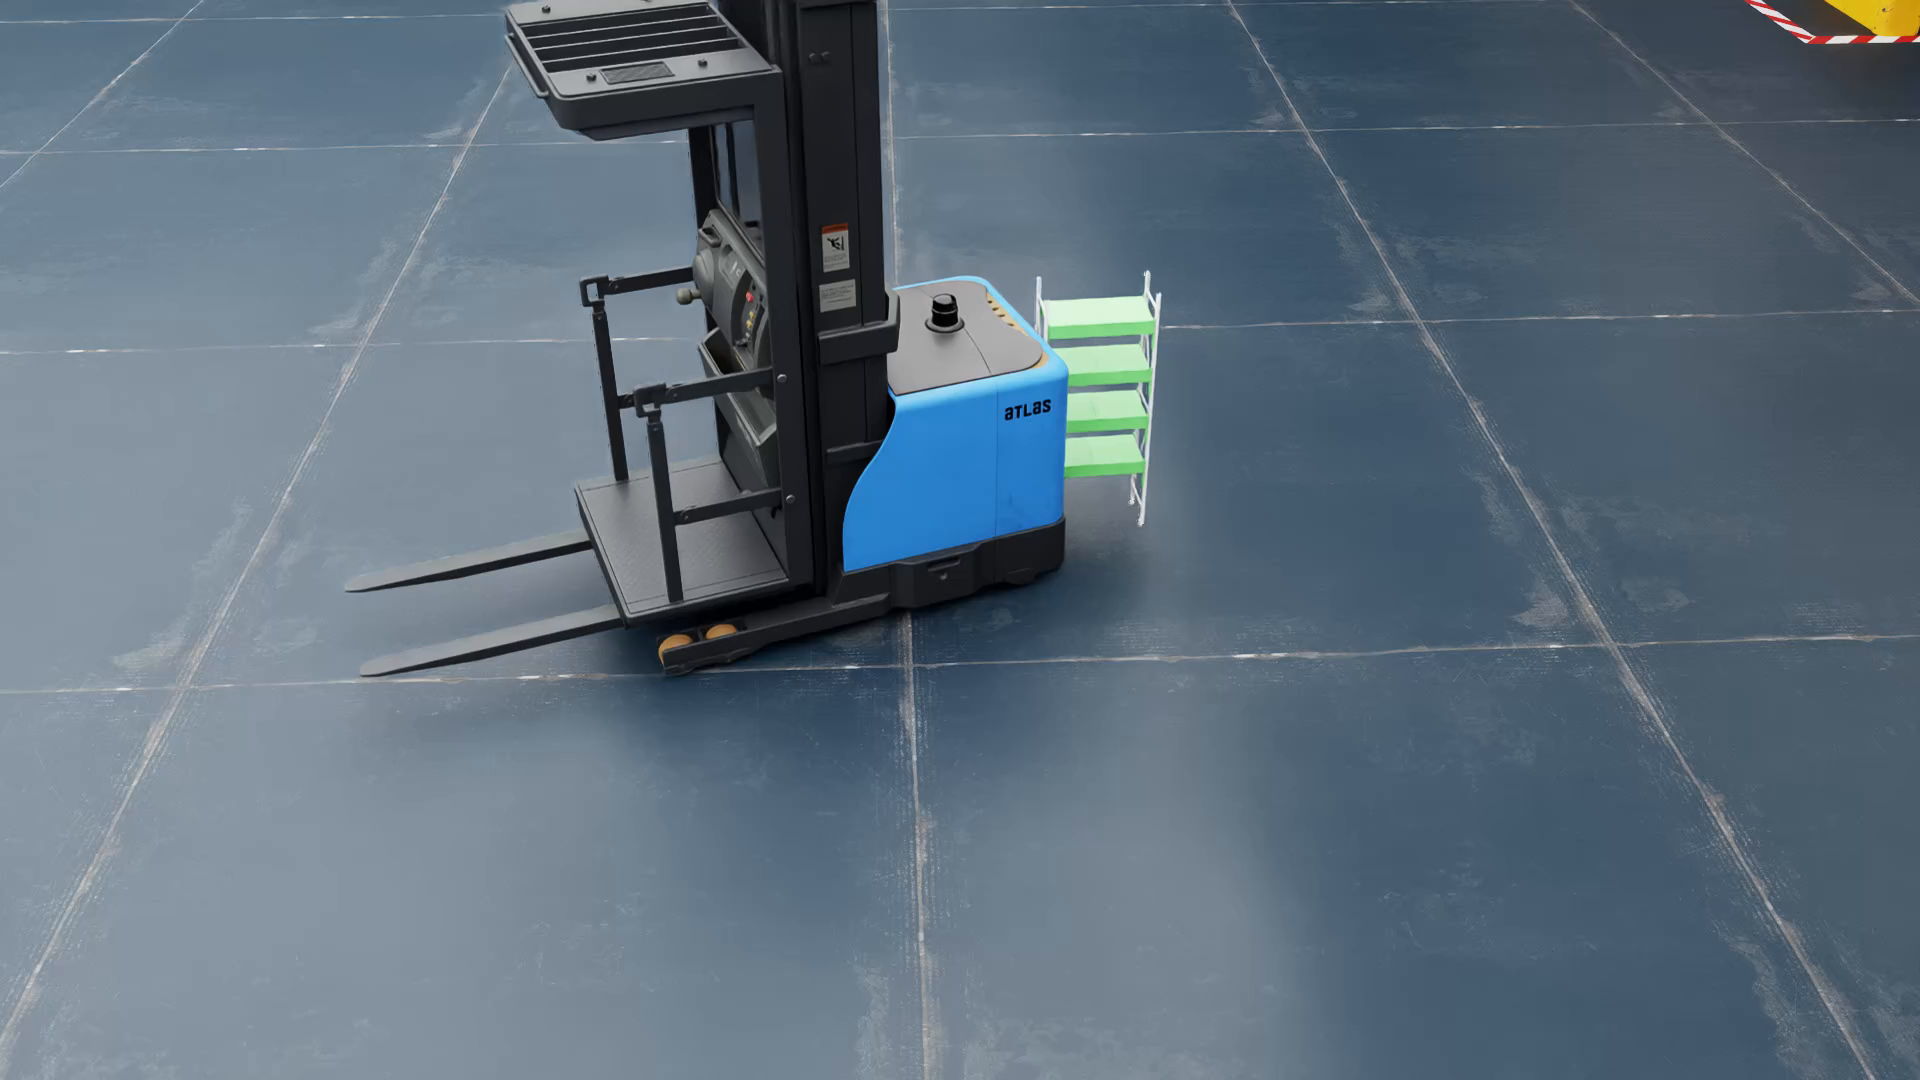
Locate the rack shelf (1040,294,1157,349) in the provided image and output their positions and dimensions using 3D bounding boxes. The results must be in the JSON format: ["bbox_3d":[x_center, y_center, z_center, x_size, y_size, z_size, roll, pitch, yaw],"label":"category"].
[{"bbox_3d":[0.602,-0.954,7.343,0.480,0.148,0.258,-4,35,-6],"label":"rack shelf"}]

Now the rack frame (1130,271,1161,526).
[{"bbox_3d":[0.844,-0.628,7.603,0.015,1.200,0.240,-4,35,-6],"label":"rack frame"}]

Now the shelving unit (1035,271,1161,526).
[{"bbox_3d":[0.602,-0.612,7.580,0.503,1.200,0.258,-4,35,-6],"label":"shelving unit"}]

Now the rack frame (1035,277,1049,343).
[{"bbox_3d":[0.360,-0.595,7.556,0.015,1.200,0.240,-4,35,-6],"label":"rack frame"}]

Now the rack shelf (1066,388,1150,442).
[{"bbox_3d":[0.602,-0.559,7.616,0.480,0.148,0.258,-4,35,-6],"label":"rack shelf"}]

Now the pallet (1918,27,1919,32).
[{"bbox_3d":[8.573,-4.613,14.230,1.213,0.211,1.003,-2,35,-2],"label":"pallet"}]

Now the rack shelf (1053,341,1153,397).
[{"bbox_3d":[0.602,-0.757,7.479,0.480,0.148,0.258,-4,35,-6],"label":"rack shelf"}]

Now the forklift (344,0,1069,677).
[{"bbox_3d":[-1.099,-0.985,6.598,3.031,2.935,1.130,-13,37,-18],"label":"forklift"}]

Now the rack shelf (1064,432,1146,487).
[{"bbox_3d":[0.602,-0.362,7.753,0.480,0.148,0.258,-4,35,-6],"label":"rack shelf"}]

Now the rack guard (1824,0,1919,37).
[{"bbox_3d":[7.762,-4.713,14.120,0.348,0.500,1.175,-2,35,-2],"label":"rack guard"}]
